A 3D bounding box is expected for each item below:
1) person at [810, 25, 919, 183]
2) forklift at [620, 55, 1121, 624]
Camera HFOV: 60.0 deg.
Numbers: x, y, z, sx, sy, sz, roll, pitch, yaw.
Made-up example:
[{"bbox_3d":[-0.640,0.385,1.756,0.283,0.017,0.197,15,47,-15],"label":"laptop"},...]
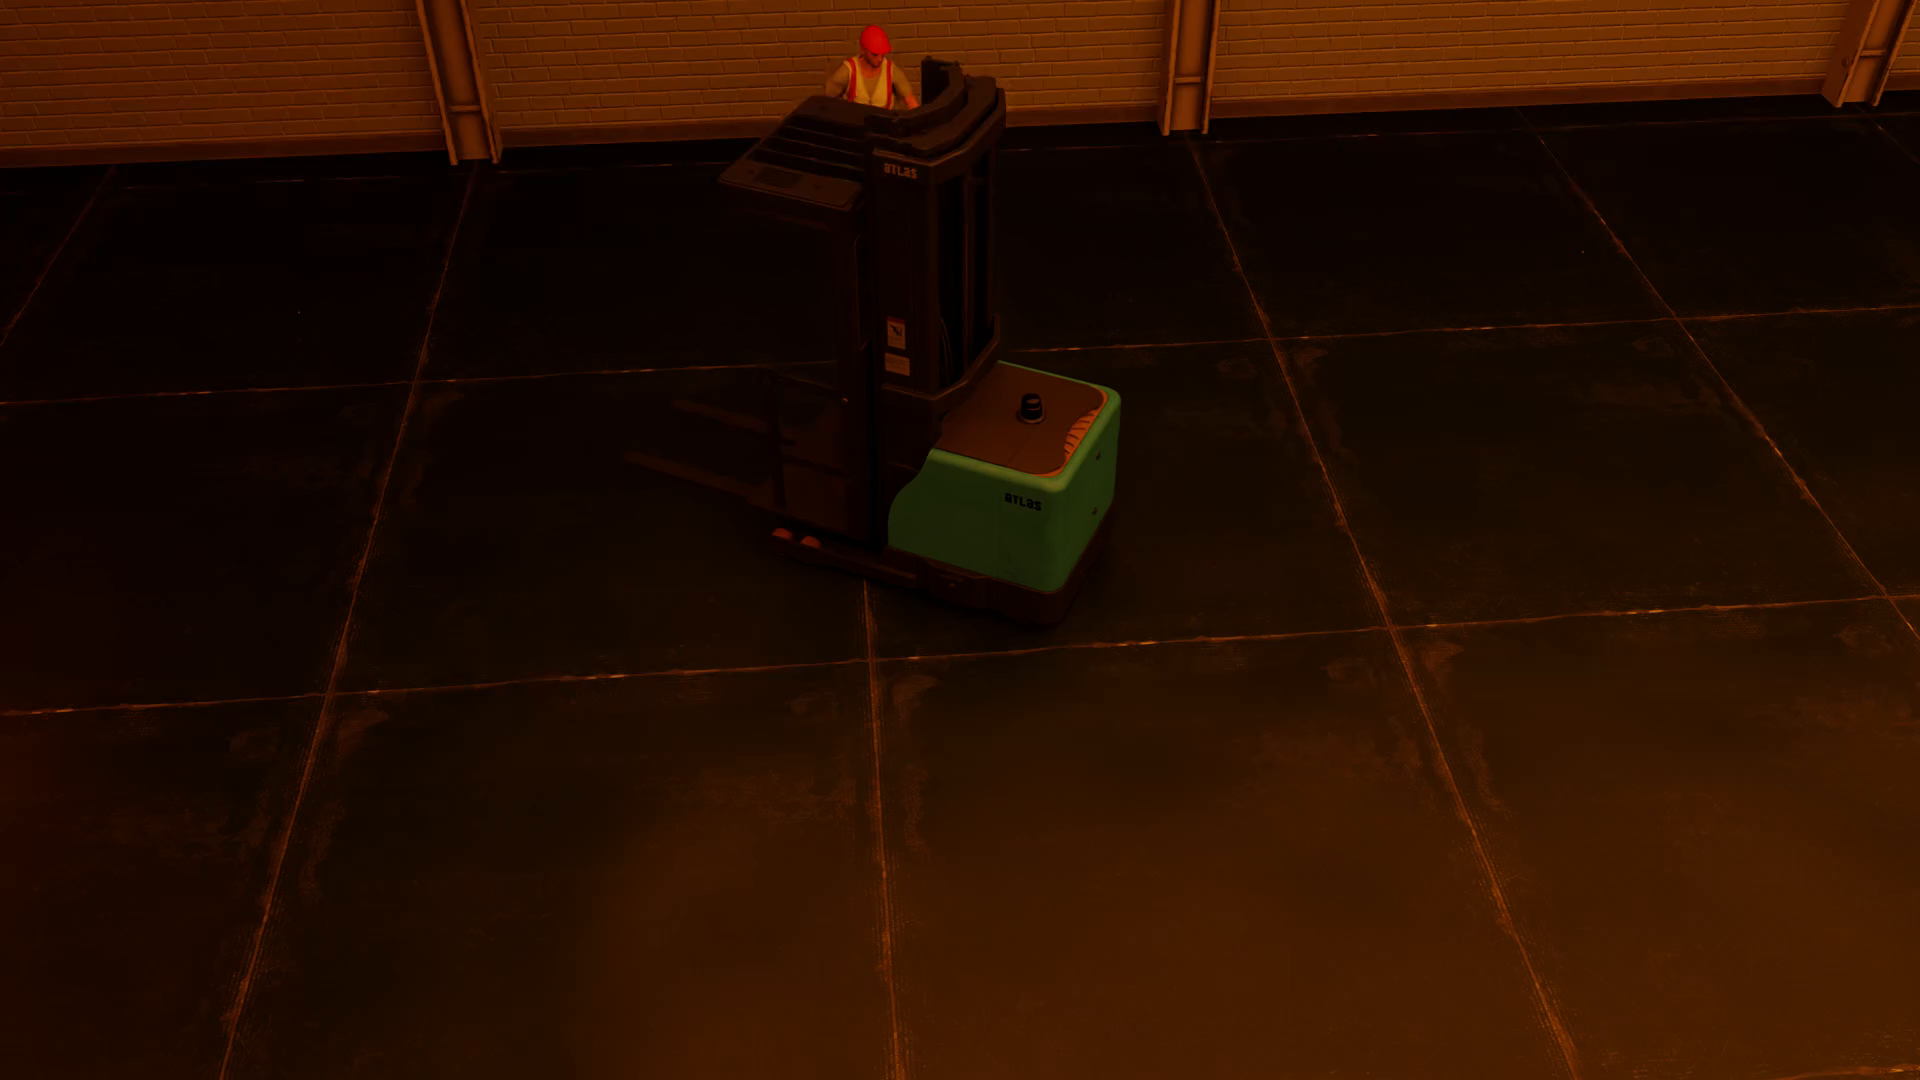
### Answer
[{"bbox_3d":[-0.669,-3.039,12.477,0.967,1.669,0.599,-8,41,-9],"label":"person"},{"bbox_3d":[-0.623,-1.264,9.416,3.031,2.935,1.130,16,43,18],"label":"forklift"}]
